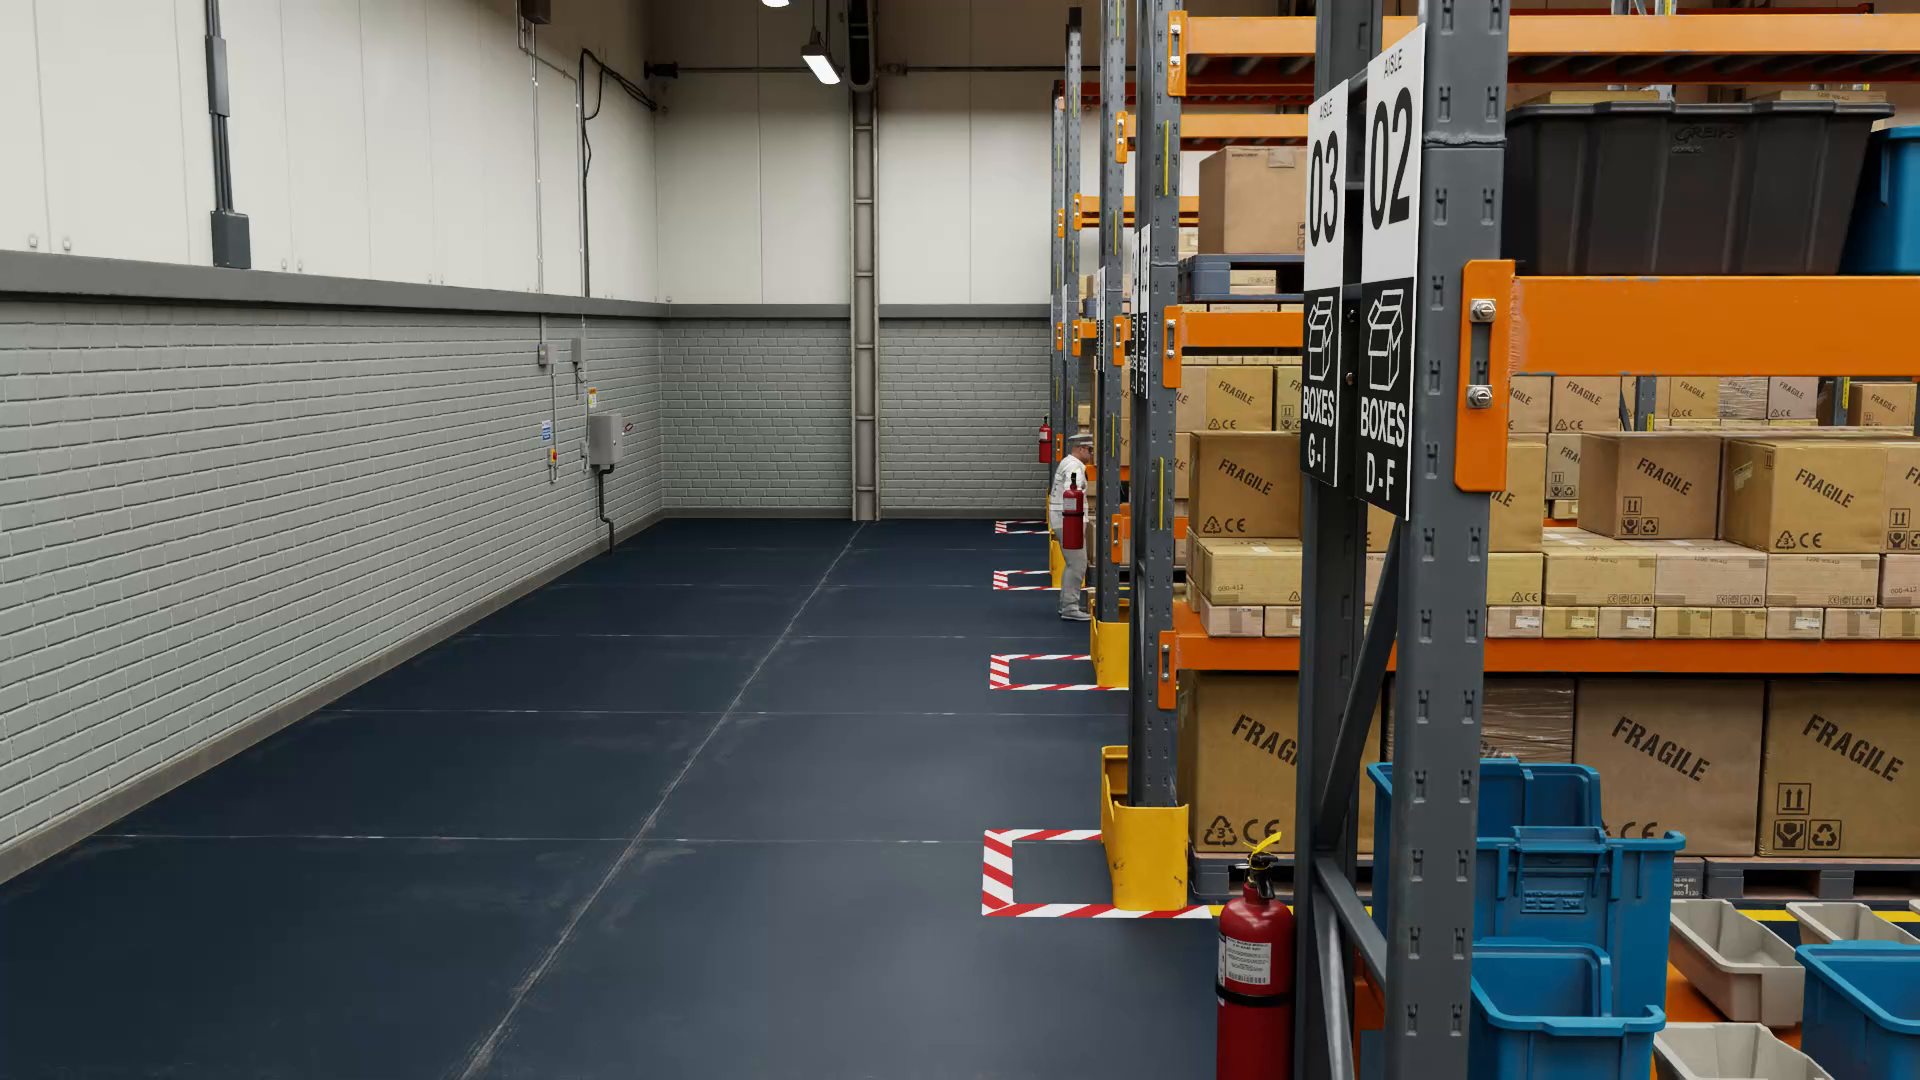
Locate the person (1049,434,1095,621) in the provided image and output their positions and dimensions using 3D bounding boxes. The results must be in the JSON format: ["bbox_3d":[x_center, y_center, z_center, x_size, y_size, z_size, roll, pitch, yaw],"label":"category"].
[{"bbox_3d":[1.066,-0.135,15.807,0.439,1.748,0.586,0,7,2],"label":"person"}]
